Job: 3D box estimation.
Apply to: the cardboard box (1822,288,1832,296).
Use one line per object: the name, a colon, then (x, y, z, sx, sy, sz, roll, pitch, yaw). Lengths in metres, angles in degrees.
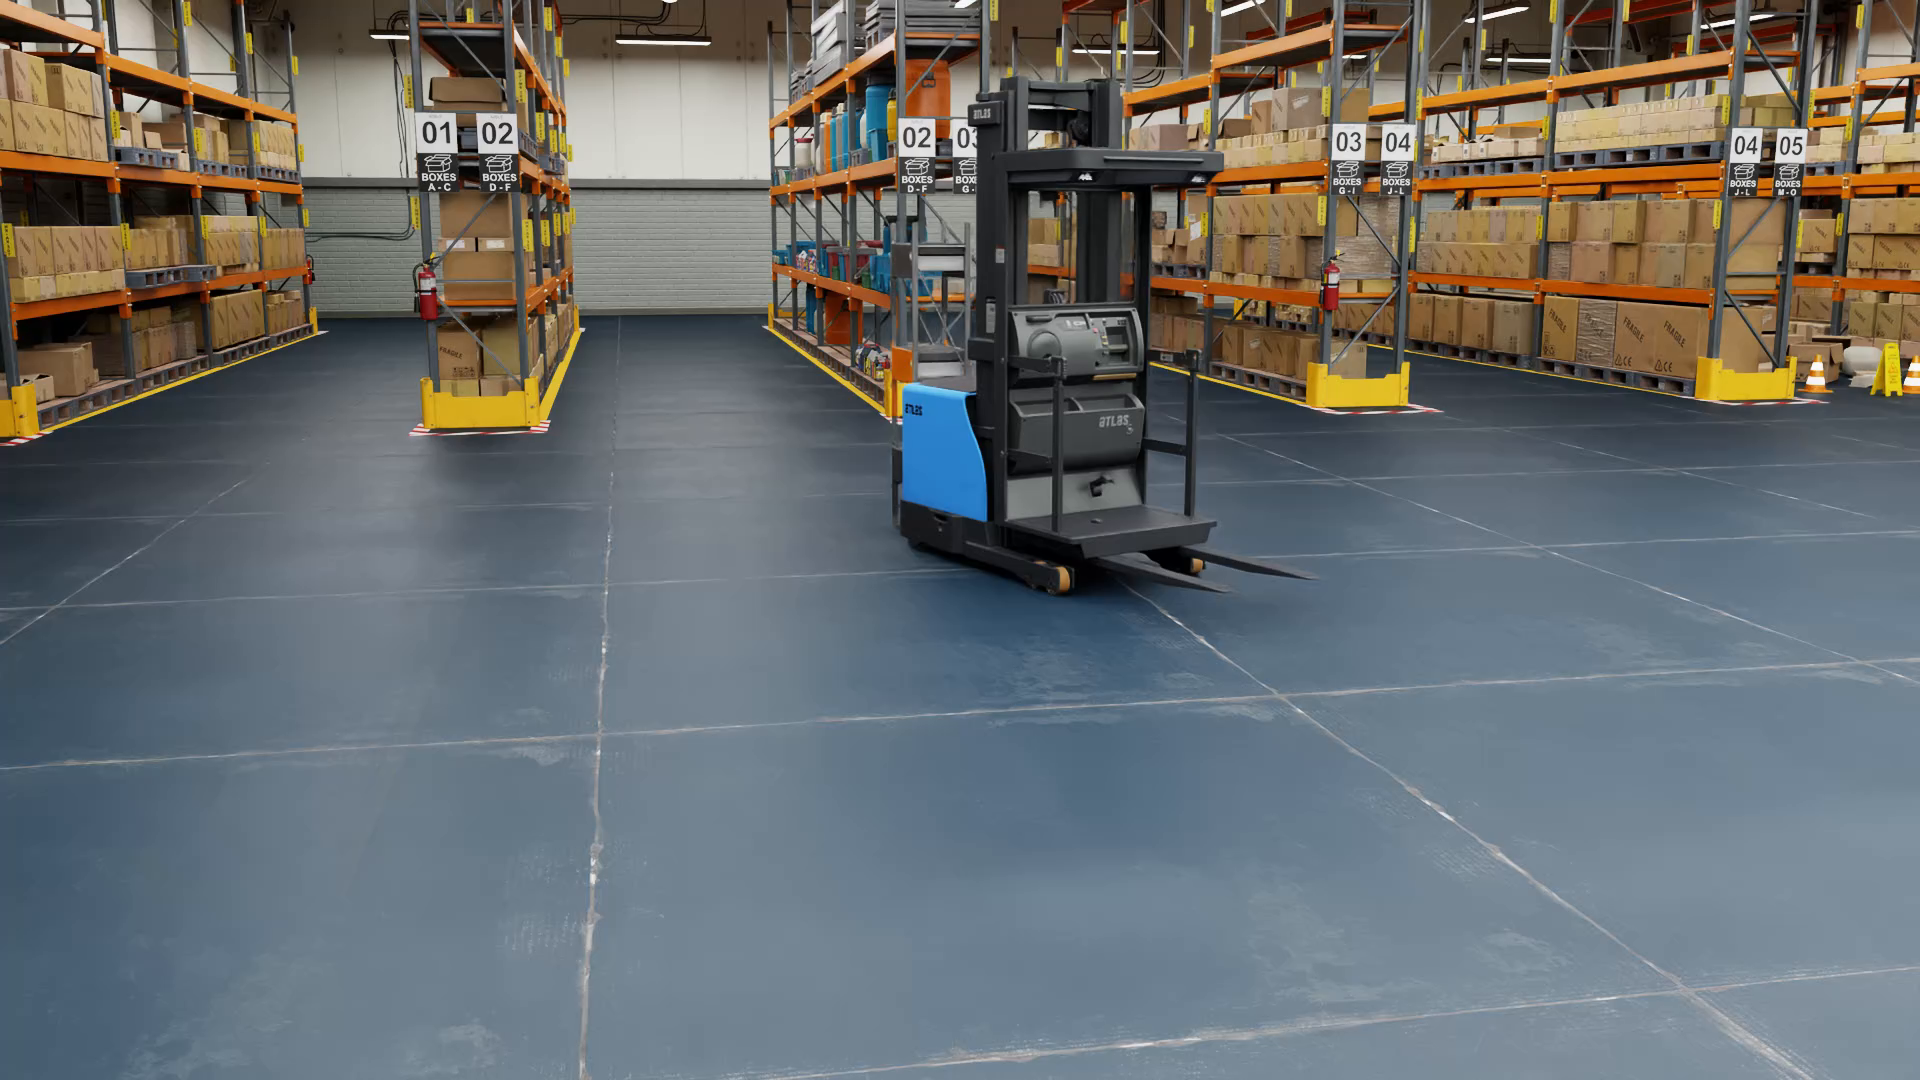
cardboard box: (17.008, -4.819, 32.318, 0.380, 0.149, 0.250, -2, 11, -11)

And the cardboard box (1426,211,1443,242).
cardboard box: (8.081, -5.133, 27.201, 0.700, 0.500, 0.500, -2, 11, -11)

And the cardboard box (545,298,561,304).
cardboard box: (-7.748, -4.222, 30.855, 0.797, 0.503, 0.637, -2, 11, -11)

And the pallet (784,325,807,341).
pallet: (-2.699, -3.831, 30.758, 1.003, 0.211, 1.213, -2, 11, -11)

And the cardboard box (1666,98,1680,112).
cardboard box: (9.012, -5.395, 20.646, 0.380, 0.149, 0.250, -2, 11, -10)

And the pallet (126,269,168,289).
pallet: (-10.686, -3.291, 20.976, 1.003, 0.211, 1.213, -2, 11, -11)

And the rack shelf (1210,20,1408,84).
rack shelf: (4.286, -6.005, 20.613, 1.077, 0.370, 4.000, -2, 11, -11)

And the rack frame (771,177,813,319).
rack frame: (-3.296, -5.801, 33.650, 1.000, 3.000, 0.127, -2, 11, -11)

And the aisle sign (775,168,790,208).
aisle sign: (-3.601, -7.080, 33.420, 0.394, 0.787, 0.004, -2, 11, -11)

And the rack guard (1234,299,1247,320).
rack guard: (6.462, -4.901, 35.607, 1.175, 0.500, 0.348, -2, 11, -11)

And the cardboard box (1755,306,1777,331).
cardboard box: (11.877, -3.214, 24.721, 0.500, 0.500, 0.500, -2, 11, -11)

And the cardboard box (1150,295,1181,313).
cardboard box: (3.278, -3.748, 26.370, 0.500, 0.250, 0.500, -2, 11, -9)

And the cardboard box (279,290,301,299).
cardboard box: (-12.576, -4.596, 31.147, 0.380, 0.149, 0.250, -2, 11, -12)

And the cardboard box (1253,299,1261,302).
cardboard box: (6.311, -5.035, 34.539, 0.380, 0.149, 0.250, -2, 11, -11)

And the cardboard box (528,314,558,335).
cardboard box: (-6.256, -3.198, 24.706, 0.500, 0.311, 0.500, -2, 11, -10)

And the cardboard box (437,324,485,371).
cardboard box: (-5.648, -2.181, 18.858, 0.500, 0.500, 0.500, -2, 11, -11)

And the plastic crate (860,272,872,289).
plastic crate: (-0.975, -3.236, 20.745, 0.450, 0.188, 0.662, -2, 11, -11)

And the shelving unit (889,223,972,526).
shelving unit: (-0.203, -1.097, 11.345, 0.431, 2.100, 0.503, -4, 11, -19)

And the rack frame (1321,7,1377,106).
rack frame: (7.226, -8.356, 31.032, 1.000, 3.000, 0.127, -2, 11, -11)

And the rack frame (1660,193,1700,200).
rack frame: (16.152, -6.522, 37.442, 1.000, 3.000, 0.127, -2, 11, -11)

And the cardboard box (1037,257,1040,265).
cardboard box: (1.710, -5.403, 32.235, 0.380, 0.149, 0.250, -2, 11, -12)

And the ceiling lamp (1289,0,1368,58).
ceiling lamp: (8.383, -12.560, 37.507, 2.000, 3.185, 0.800, -2, 11, -11)

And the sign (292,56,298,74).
sign: (-12.479, -8.902, 31.192, 0.100, 0.325, 0.005, -2, 11, -11)

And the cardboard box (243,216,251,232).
cardboard box: (-11.804, -5.110, 26.898, 0.500, 0.250, 0.500, -2, 11, -10)

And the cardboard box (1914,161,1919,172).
cardboard box: (13.641, -5.236, 23.333, 0.380, 0.149, 0.250, -2, 11, -13)

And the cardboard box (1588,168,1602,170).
cardboard box: (11.964, -6.928, 31.052, 0.380, 0.166, 0.250, -3, 11, -15)

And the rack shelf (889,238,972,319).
rack shelf: (-0.203, -1.771, 11.217, 0.431, 0.518, 0.480, -4, 11, -19)

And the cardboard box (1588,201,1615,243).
cardboard box: (9.011, -4.276, 22.352, 0.875, 0.550, 0.550, -2, 11, -11)

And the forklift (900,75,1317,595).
forklift: (0.827, -1.225, 9.795, 1.130, 2.935, 3.031, -7, 13, -32)

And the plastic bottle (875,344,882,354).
plastic bottle: (-1.070, -2.357, 21.464, 0.144, 0.351, 0.185, -2, 11, -11)

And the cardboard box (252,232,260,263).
cardboard box: (-11.899, -4.836, 27.467, 0.500, 0.500, 0.500, -2, 11, -12)

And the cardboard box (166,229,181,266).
cardboard box: (-11.221, -4.051, 23.014, 0.700, 0.500, 0.500, -3, 11, -16)

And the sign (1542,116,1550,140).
sign: (8.251, -5.802, 23.412, 0.100, 0.325, 0.005, -2, 11, -11)

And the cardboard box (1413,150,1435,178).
cardboard box: (7.643, -6.294, 27.950, 0.500, 0.500, 0.500, -2, 11, -11)

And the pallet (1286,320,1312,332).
pallet: (7.060, -4.161, 32.494, 1.003, 0.211, 1.213, -2, 11, -11)

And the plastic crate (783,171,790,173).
plastic crate: (-3.008, -6.614, 30.347, 0.416, 0.233, 0.300, -2, 11, -11)

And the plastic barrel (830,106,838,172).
plastic barrel: (-1.528, -5.645, 23.469, 0.600, 0.901, 0.708, -2, 11, -11)

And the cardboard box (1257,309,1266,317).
cardboard box: (6.364, -4.699, 34.366, 0.380, 0.149, 0.250, -2, 11, -10)

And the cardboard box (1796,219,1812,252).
cardboard box: (13.205, -4.709, 25.729, 0.500, 0.500, 0.500, -2, 11, -11)

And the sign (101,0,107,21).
sign: (-12.001, -7.436, 23.276, 0.100, 0.325, 0.005, -2, 11, -11)

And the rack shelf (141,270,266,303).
rack shelf: (-11.847, -3.987, 26.043, 1.077, 0.370, 4.000, -2, 11, -11)

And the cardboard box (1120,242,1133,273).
cardboard box: (2.780, -4.644, 27.307, 0.500, 0.500, 0.500, -2, 11, -9)

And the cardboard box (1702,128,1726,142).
cardboard box: (9.162, -4.862, 19.979, 0.380, 0.149, 0.250, -2, 11, -11)

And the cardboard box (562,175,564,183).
cardboard box: (-7.322, -6.477, 29.585, 0.500, 0.250, 0.500, -2, 11, -11)

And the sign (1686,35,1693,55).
sign: (12.296, -8.337, 28.009, 0.100, 0.325, 0.005, -2, 11, -11)

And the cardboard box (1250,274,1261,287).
cardboard box: (3.948, -3.331, 21.349, 0.380, 0.149, 0.250, -2, 11, -11)

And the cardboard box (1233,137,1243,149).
cardboard box: (3.808, -5.208, 21.848, 0.380, 0.149, 0.250, -2, 11, -11)

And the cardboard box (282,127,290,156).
cardboard box: (-12.517, -7.248, 30.235, 0.500, 0.500, 0.500, -2, 11, -9)

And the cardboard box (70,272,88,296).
cardboard box: (-9.989, -2.824, 18.360, 0.500, 0.250, 0.500, -2, 11, -10)

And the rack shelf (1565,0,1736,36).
rack shelf: (12.450, -9.467, 29.904, 1.077, 0.370, 4.000, -2, 11, -11)

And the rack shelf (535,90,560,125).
rack shelf: (-6.988, -6.918, 26.470, 1.077, 0.370, 4.000, -2, 11, -11)

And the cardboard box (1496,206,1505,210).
cardboard box: (11.341, -6.839, 34.429, 0.380, 0.149, 0.250, -2, 11, -12)

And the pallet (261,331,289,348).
pallet: (-12.307, -3.479, 28.911, 1.003, 0.211, 1.213, -2, 11, -11)

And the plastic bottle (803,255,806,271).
plastic bottle: (-2.576, -4.695, 28.173, 0.152, 0.276, 0.135, -2, 11, -11)

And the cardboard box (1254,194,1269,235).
cardboard box: (4.038, -4.100, 20.977, 0.500, 0.500, 0.500, -2, 11, -11)

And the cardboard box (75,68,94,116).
cardboard box: (-10.199, -5.080, 18.849, 0.500, 0.500, 0.500, -2, 11, -8)
